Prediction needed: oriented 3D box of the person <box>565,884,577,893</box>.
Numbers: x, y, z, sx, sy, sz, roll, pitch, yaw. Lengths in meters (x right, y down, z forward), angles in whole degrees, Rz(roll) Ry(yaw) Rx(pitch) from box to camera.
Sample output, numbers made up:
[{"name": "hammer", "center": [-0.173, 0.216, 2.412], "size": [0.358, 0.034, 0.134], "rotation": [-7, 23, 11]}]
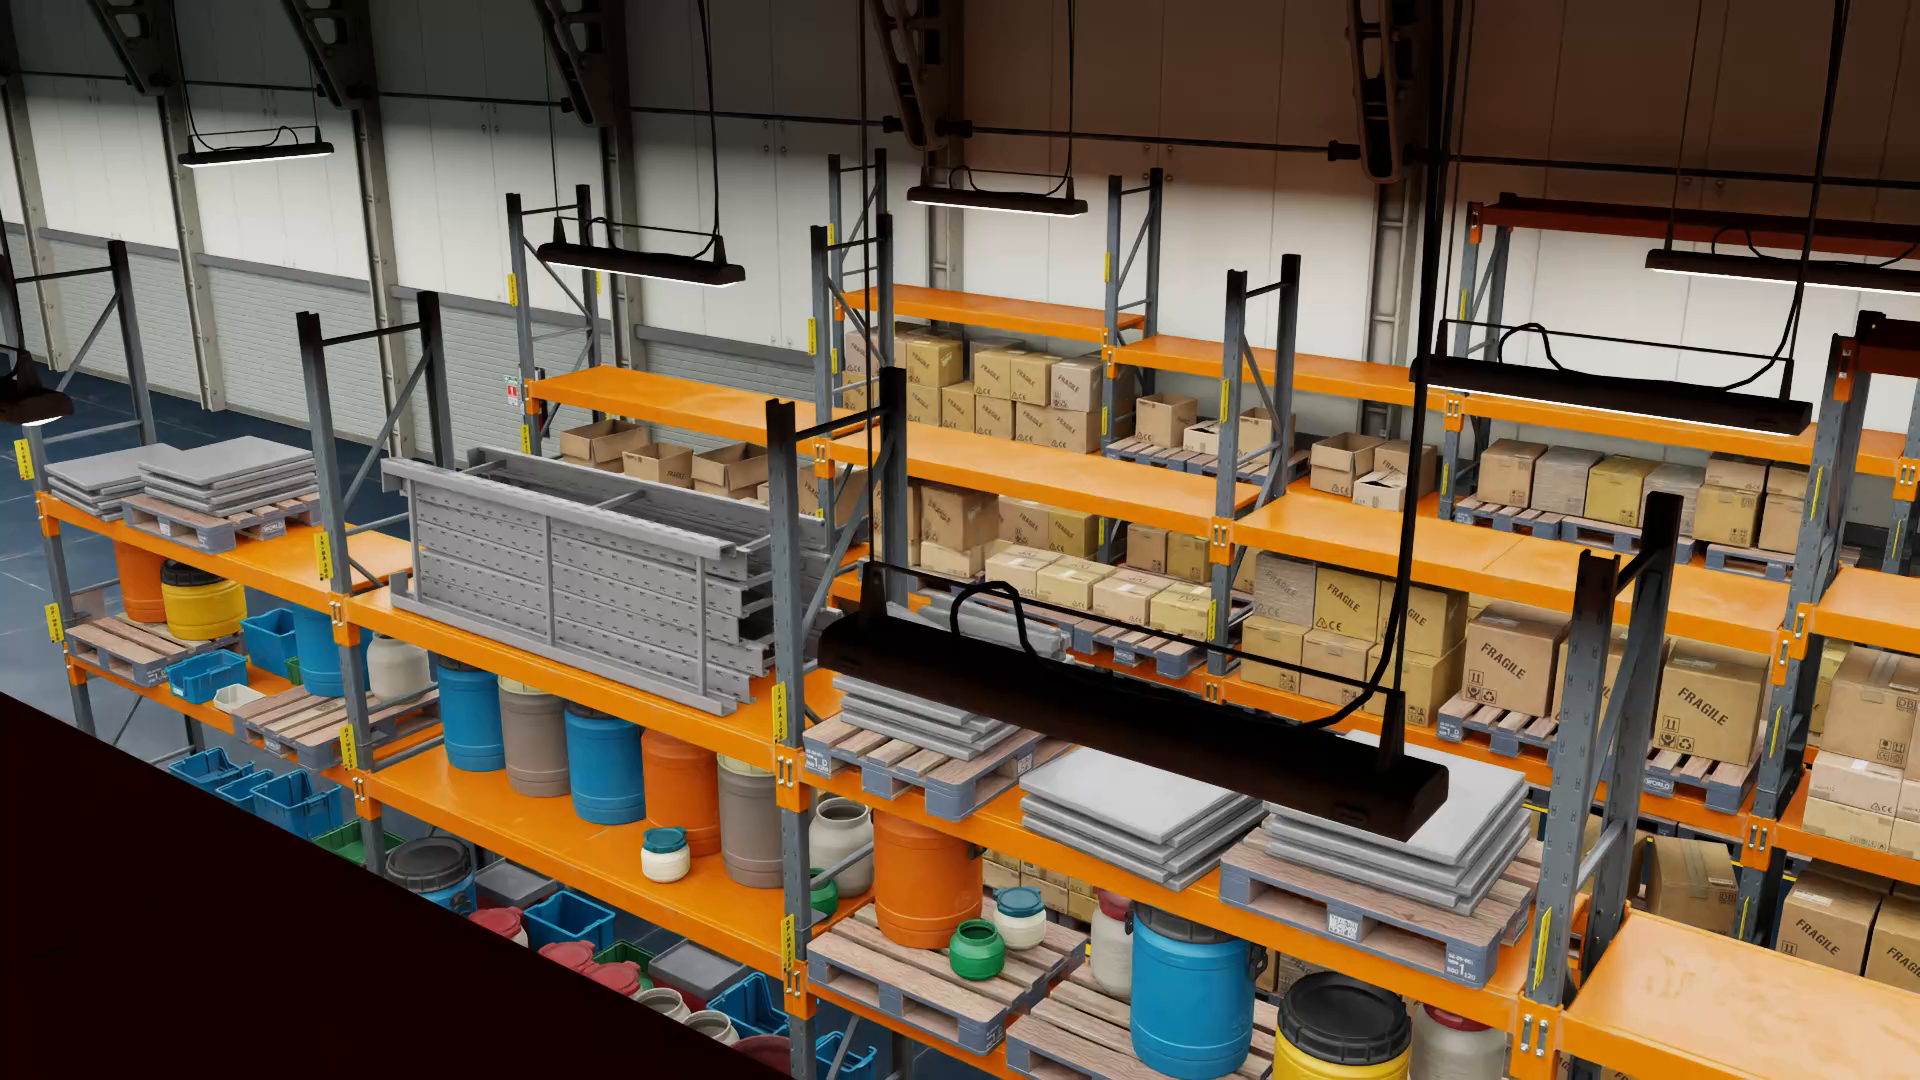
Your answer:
[{"name": "person", "center": [-3.339, 2.417, 15.074], "size": [0.584, 1.781, 0.490], "rotation": [-16, 24, -39]}]
